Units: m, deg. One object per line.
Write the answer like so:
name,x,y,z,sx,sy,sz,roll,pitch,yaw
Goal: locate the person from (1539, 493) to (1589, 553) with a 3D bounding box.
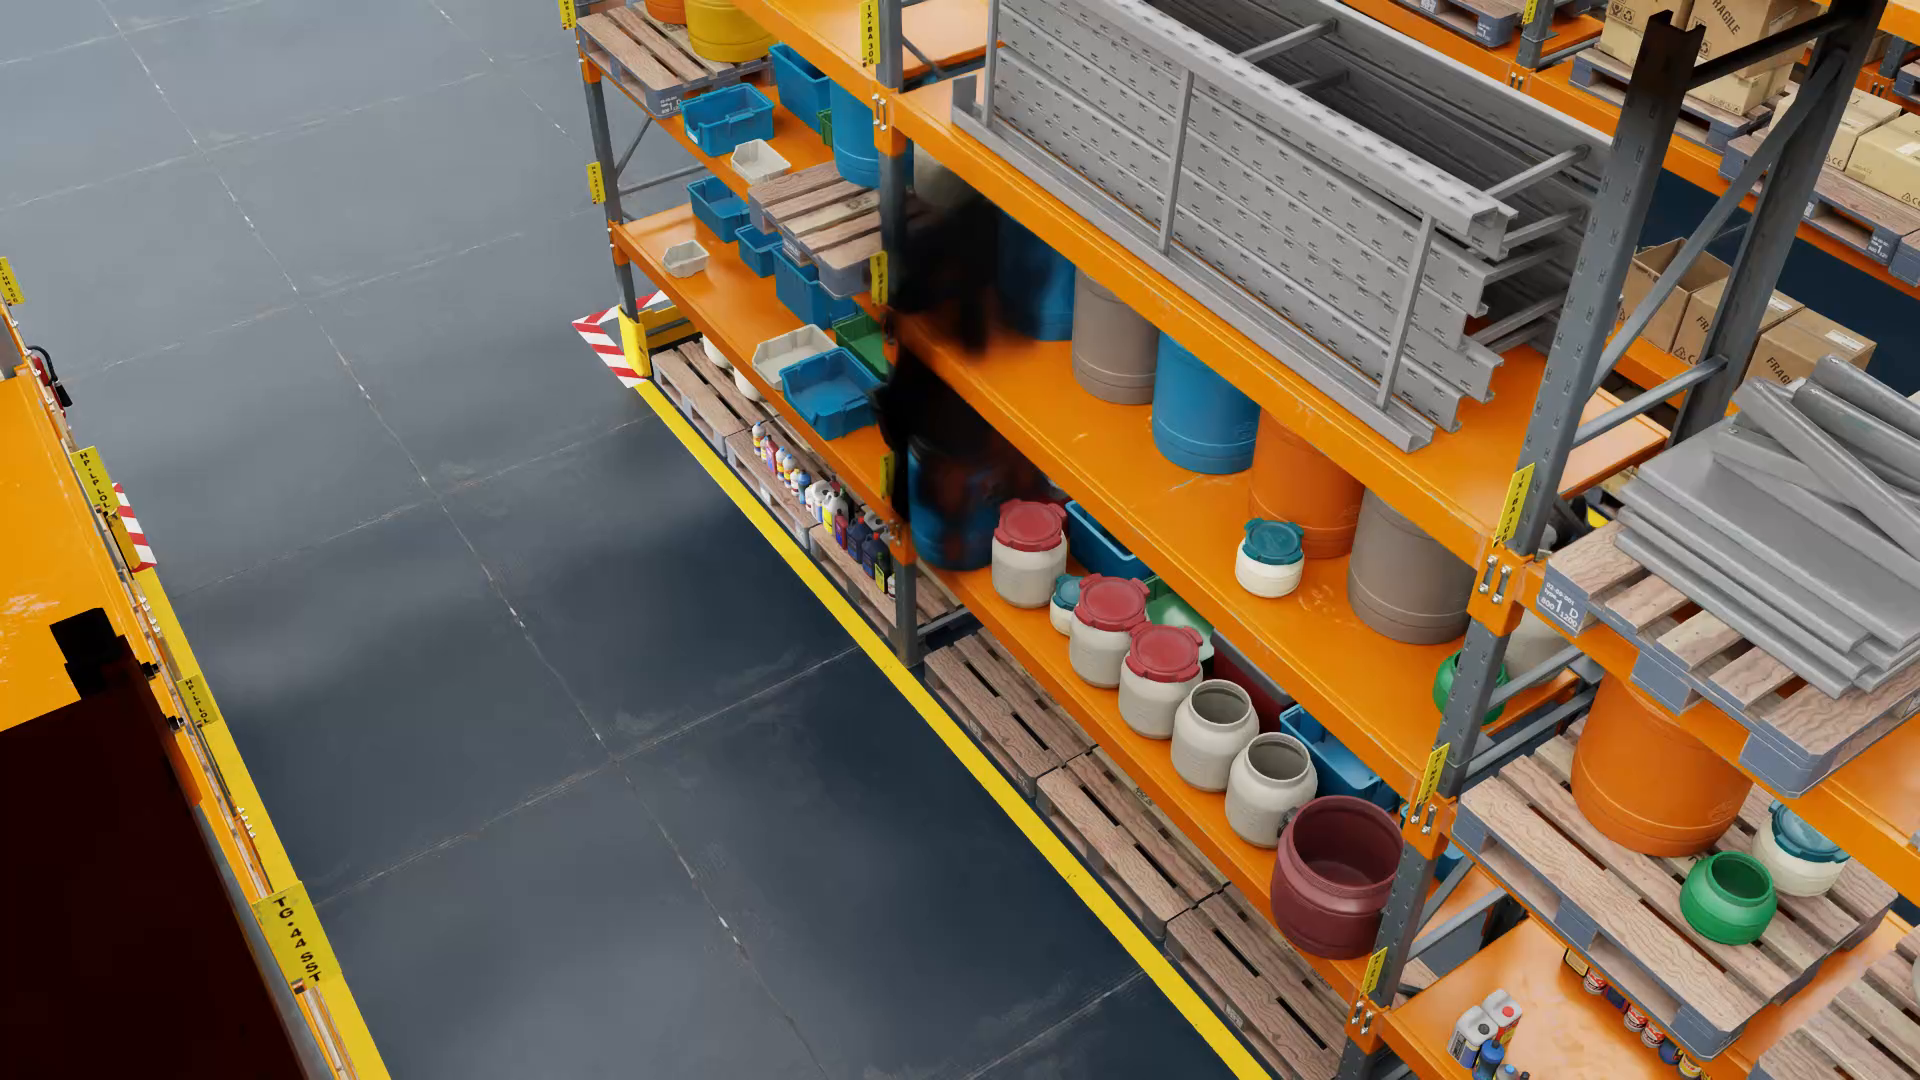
person,3.389,0.202,9.903,0.661,1.690,0.595,-34,52,-31
